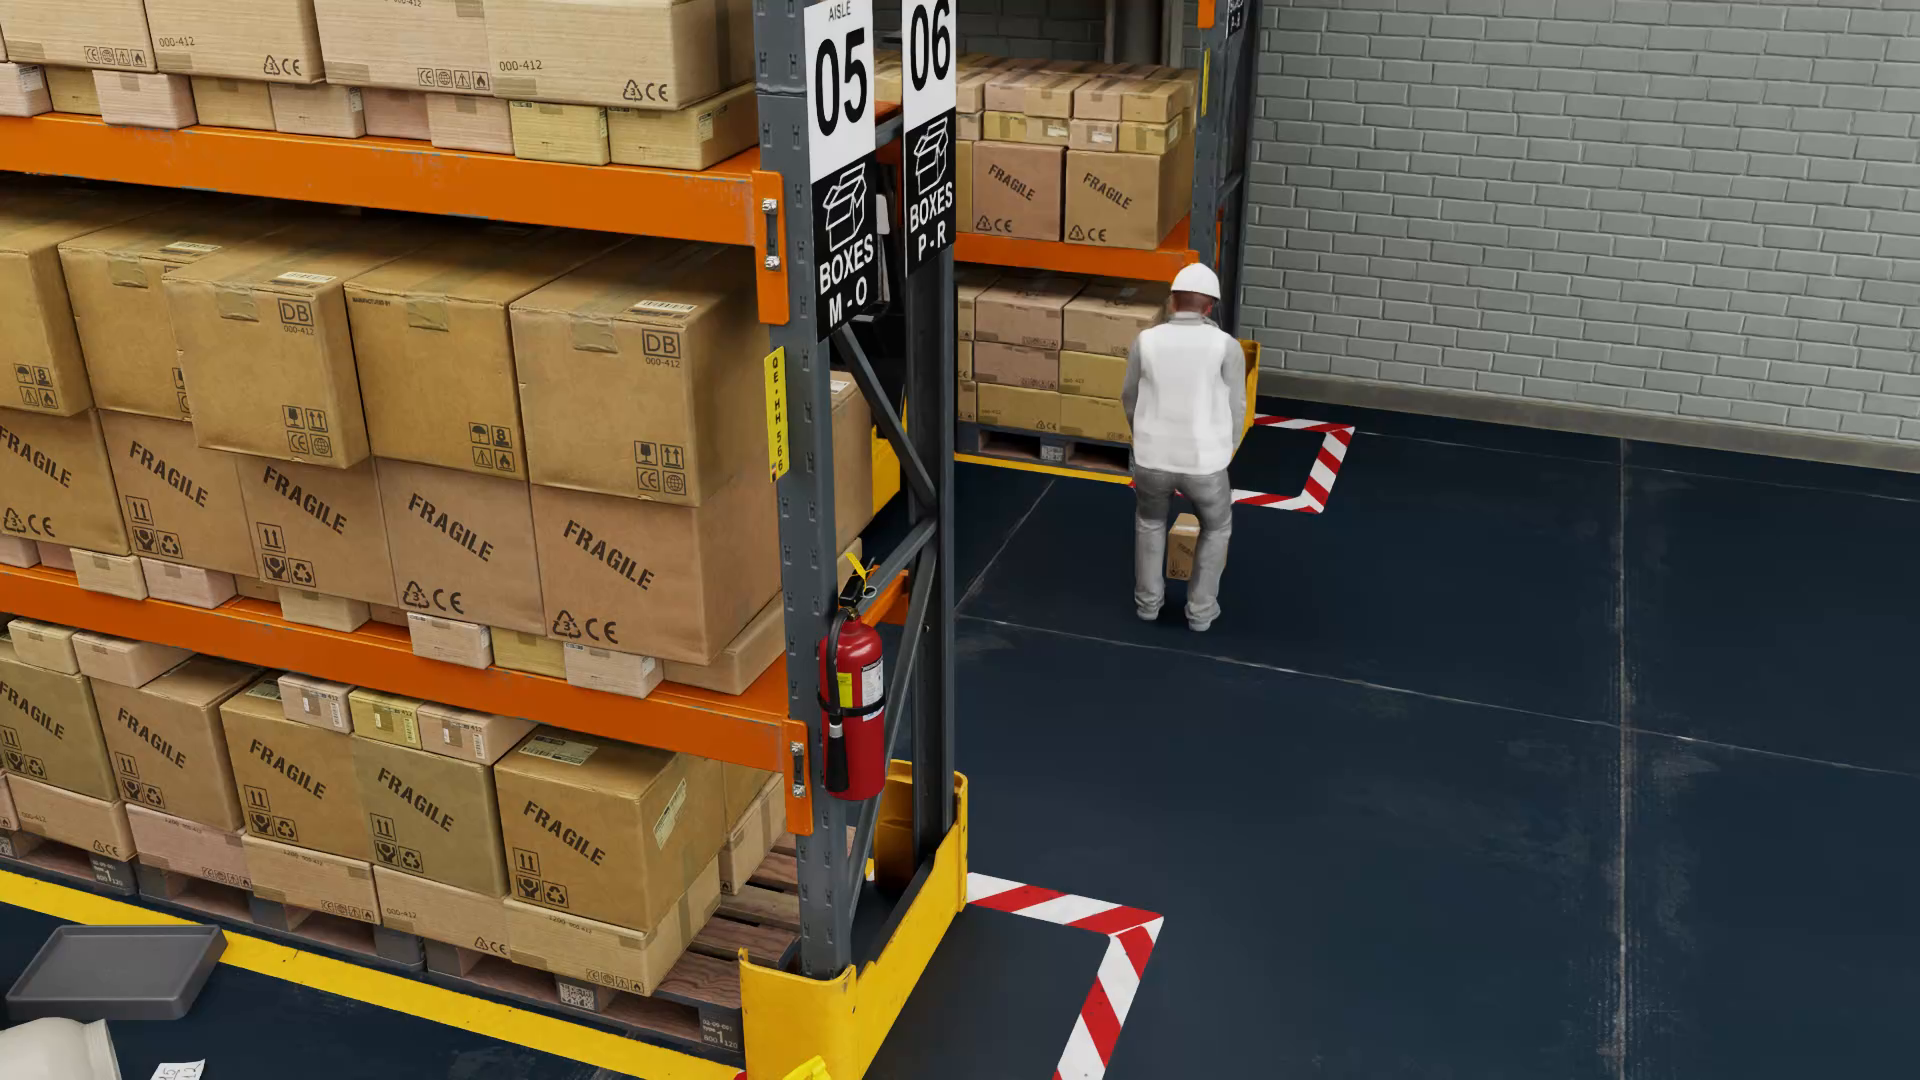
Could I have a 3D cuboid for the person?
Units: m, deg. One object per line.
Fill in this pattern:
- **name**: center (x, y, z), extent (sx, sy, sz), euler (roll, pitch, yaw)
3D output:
- **person**: center (1.001, -0.408, 7.570), extent (0.574, 1.665, 0.559), euler (9, 27, 19)
